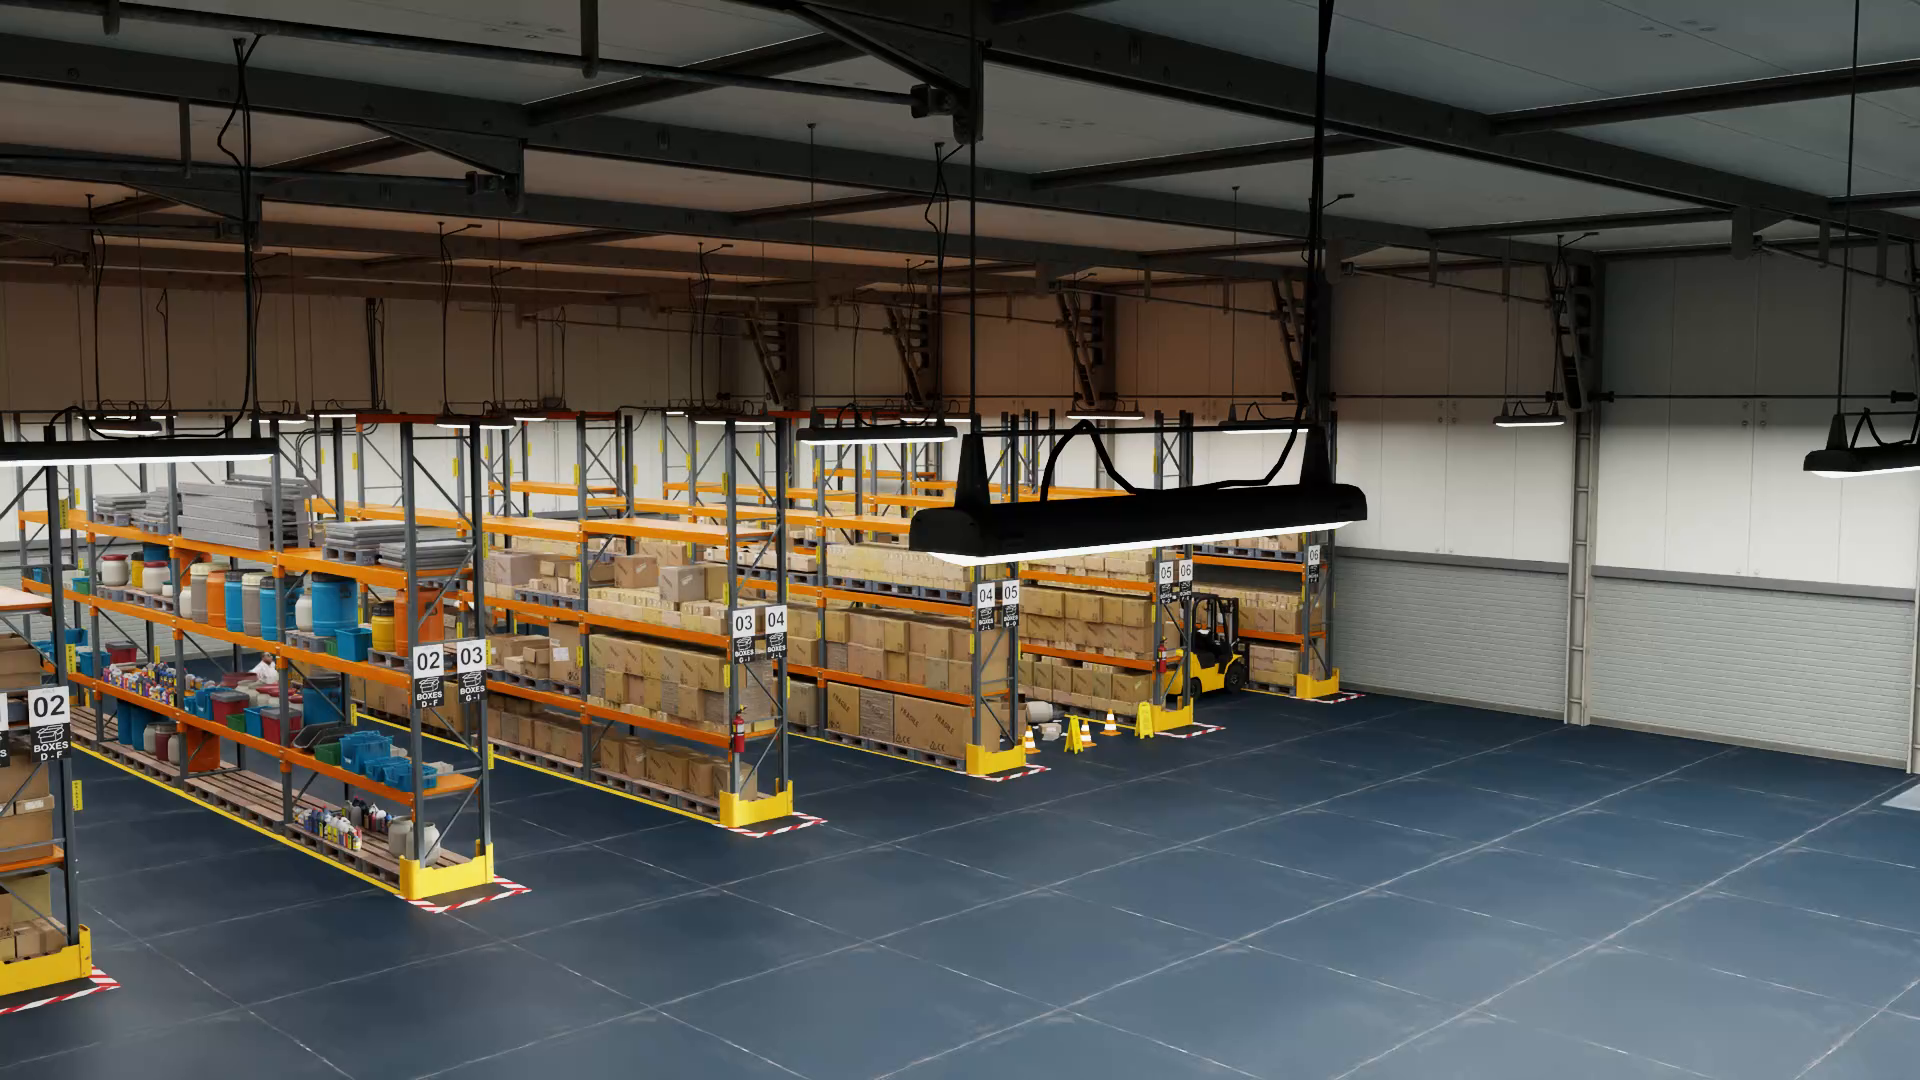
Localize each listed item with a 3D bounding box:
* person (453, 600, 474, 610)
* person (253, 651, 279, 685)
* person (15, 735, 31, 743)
[{"bbox_3d":[-11.764,2.020,39.664,0.776,1.783,0.851,0,5,5],"label":"person"},{"bbox_3d":[-12.543,2.844,30.146,0.832,1.817,0.620,3,6,29],"label":"person"},{"bbox_3d":[-14.844,3.296,26.273,0.816,1.510,0.584,2,5,25],"label":"person"}]
